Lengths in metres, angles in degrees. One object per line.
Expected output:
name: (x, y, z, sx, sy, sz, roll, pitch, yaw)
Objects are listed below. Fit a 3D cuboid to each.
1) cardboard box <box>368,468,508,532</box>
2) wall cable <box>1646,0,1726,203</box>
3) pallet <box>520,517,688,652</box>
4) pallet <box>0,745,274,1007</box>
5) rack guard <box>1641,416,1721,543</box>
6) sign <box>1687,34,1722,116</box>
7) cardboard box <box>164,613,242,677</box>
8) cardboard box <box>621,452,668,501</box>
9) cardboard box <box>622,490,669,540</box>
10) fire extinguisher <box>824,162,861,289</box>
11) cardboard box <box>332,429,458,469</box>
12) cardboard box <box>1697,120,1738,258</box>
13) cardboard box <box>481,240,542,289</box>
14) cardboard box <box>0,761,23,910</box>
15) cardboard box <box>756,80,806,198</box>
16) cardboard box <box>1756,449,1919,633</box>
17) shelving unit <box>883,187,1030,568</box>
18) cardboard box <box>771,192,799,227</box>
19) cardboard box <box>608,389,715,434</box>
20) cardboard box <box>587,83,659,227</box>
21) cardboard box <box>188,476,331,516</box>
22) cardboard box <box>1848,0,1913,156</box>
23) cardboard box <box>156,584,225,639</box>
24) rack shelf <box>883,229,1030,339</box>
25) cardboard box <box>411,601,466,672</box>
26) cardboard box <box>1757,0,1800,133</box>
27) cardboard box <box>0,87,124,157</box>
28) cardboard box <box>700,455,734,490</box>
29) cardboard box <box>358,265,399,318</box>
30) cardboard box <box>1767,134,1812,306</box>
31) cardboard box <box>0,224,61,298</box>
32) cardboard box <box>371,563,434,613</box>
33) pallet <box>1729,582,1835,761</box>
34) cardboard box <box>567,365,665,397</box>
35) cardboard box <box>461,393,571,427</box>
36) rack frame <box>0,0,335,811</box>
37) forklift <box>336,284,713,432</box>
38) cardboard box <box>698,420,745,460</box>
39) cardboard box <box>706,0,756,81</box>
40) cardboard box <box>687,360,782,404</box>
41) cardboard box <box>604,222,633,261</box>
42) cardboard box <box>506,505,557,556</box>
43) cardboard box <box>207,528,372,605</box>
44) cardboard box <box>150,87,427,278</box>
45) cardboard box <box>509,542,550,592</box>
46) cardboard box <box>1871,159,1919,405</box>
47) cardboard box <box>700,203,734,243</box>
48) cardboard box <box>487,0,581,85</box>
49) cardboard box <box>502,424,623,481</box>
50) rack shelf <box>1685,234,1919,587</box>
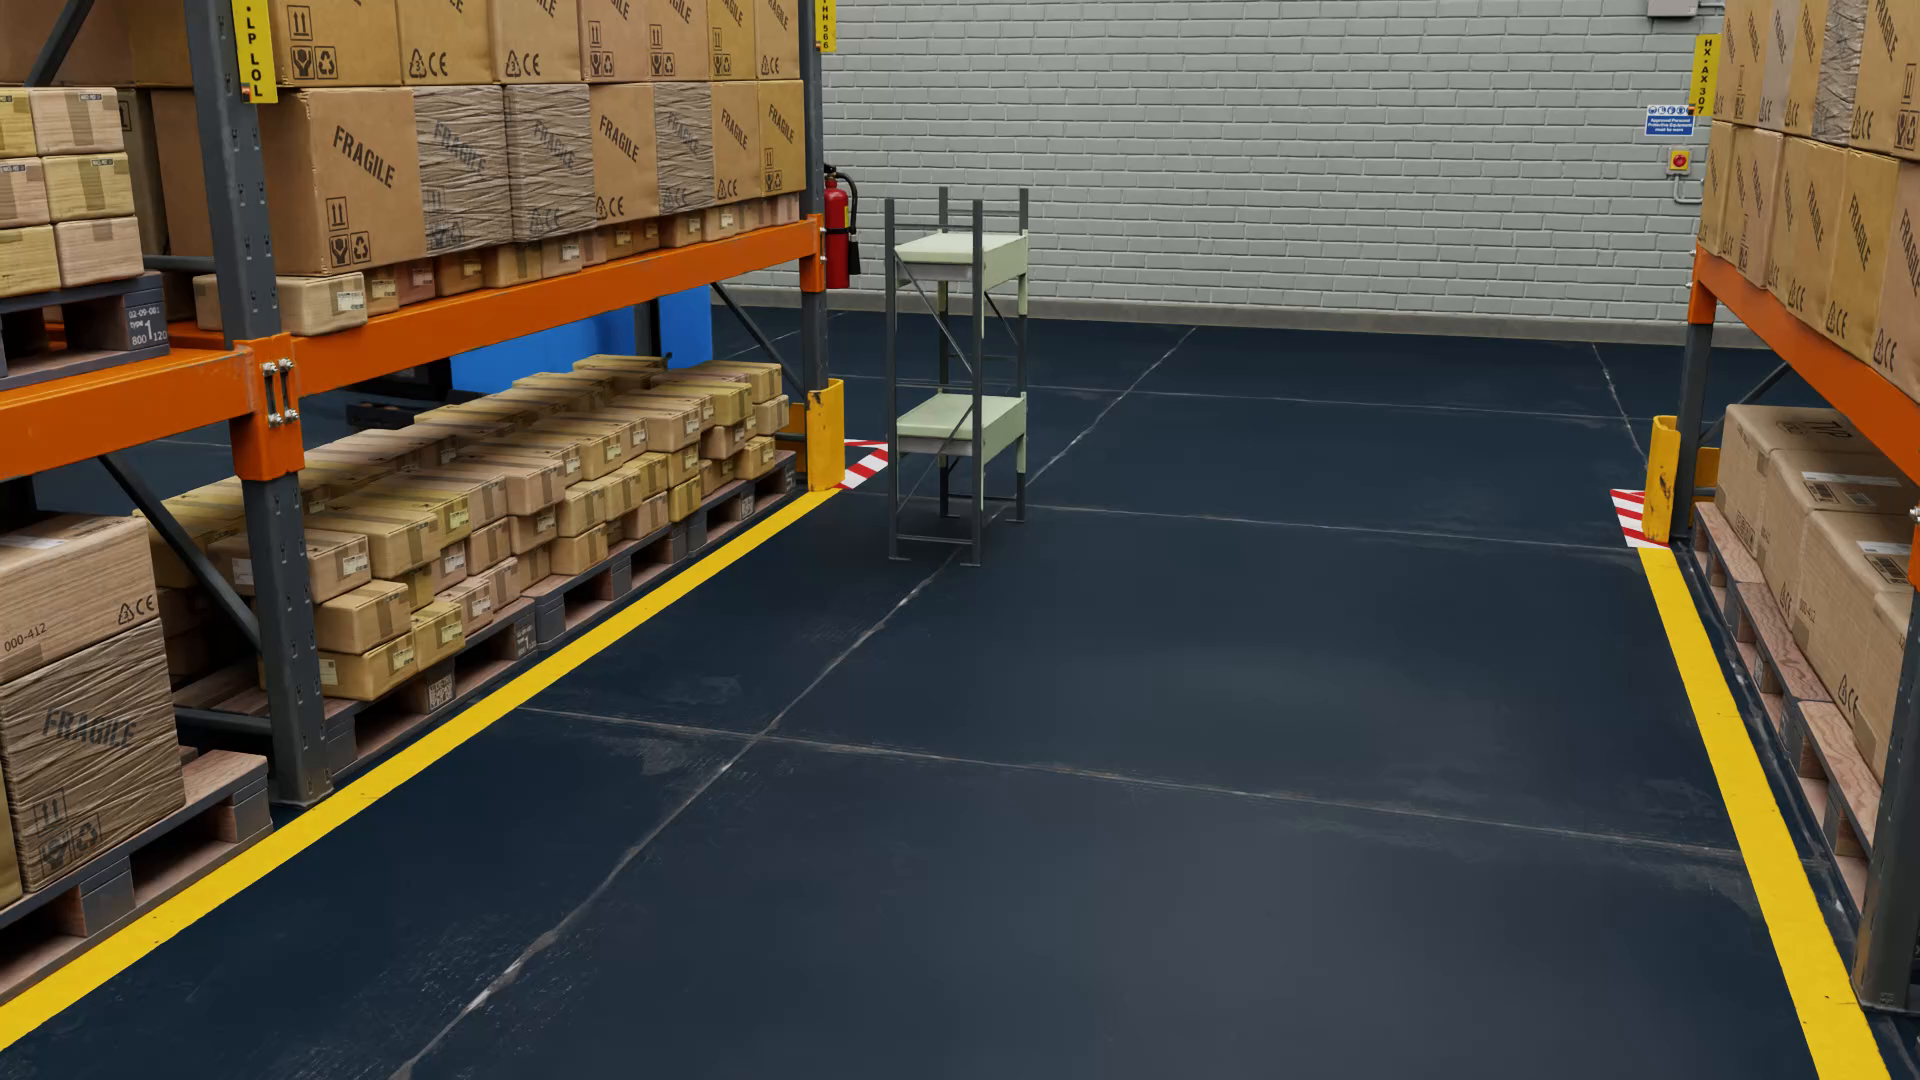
cardboard box: (-1.782, -0.138, 5.683, 0.380, 0.149, 0.250, 4, 16, 14)
wall cable: (5.201, -3.410, 11.934, 0.585, 1.953, 0.123, 5, 16, 16)
pallet: (-1.789, 0.103, 6.578, 1.003, 0.211, 1.213, 5, 16, 16)
pallet: (-2.510, 0.806, 4.102, 1.003, 0.211, 1.213, 5, 16, 16)
rack guard: (3.628, -0.232, 7.232, 1.175, 0.500, 0.348, 5, 16, 16)
sign: (3.091, -1.928, 6.897, 0.100, 0.325, 0.005, 5, 16, 16)
cardboard box: (-2.506, 0.301, 5.226, 0.380, 0.149, 0.250, 5, 17, 17)
cardboard box: (-1.401, -0.261, 6.663, 0.380, 0.149, 0.250, 5, 17, 19)
cardboard box: (-1.404, -0.118, 6.703, 0.380, 0.149, 0.250, 5, 17, 17)
fire extinguisher: (-0.640, -1.600, 8.297, 0.296, 0.674, 0.183, 5, 16, 16)
cardboard box: (-2.139, -0.316, 6.313, 0.380, 0.149, 0.250, 4, 16, 14)
cardboard box: (3.209, -1.373, 6.491, 0.500, 0.500, 0.500, 4, 16, 15)
cardboard box: (-1.651, -0.946, 5.628, 0.380, 0.149, 0.250, 5, 17, 17)
cardboard box: (-2.405, 0.608, 3.499, 0.500, 0.500, 0.500, 4, 16, 15)
cardboard box: (-1.035, -1.840, 7.590, 0.500, 0.500, 0.500, 5, 17, 17)
cardboard box: (3.277, 0.022, 5.679, 0.875, 0.438, 0.875, 5, 17, 17)
shelving unit: (-0.002, -0.720, 7.119, 0.431, 1.500, 0.755, 5, 16, 16)
cardboard box: (-0.975, -1.558, 7.785, 0.380, 0.149, 0.250, 5, 16, 16)
cardboard box: (-1.274, -0.543, 7.111, 0.380, 0.149, 0.250, 4, 16, 14)
cardboard box: (-1.472, -1.442, 6.189, 0.500, 0.500, 0.500, 5, 17, 19)
cardboard box: (-2.340, -0.105, 5.568, 0.380, 0.149, 0.250, 4, 16, 15)
cardboard box: (2.506, -1.188, 4.006, 0.500, 0.500, 0.500, 4, 16, 15)
cardboard box: (-2.506, 0.180, 5.108, 0.380, 0.149, 0.250, 5, 17, 17)
rack shelf: (-0.002, -1.095, 7.012, 0.431, 0.370, 0.720, 5, 16, 16)
cardboard box: (-1.803, 0.290, 5.265, 0.380, 0.149, 0.250, 5, 17, 18)
cardboard box: (2.933, -1.583, 5.399, 0.500, 0.500, 0.500, 4, 16, 15)
cardboard box: (-2.217, -0.987, 3.912, 0.380, 0.149, 0.250, 5, 17, 18)
cardboard box: (-1.237, -0.325, 7.433, 0.380, 0.149, 0.250, 5, 16, 16)
cardboard box: (-1.894, -0.741, 4.904, 0.380, 0.149, 0.250, 5, 17, 17)
cardboard box: (2.804, -0.975, 5.086, 0.500, 0.500, 0.500, 5, 17, 18)
cardboard box: (-2.286, -0.633, 3.756, 0.380, 0.149, 0.250, 5, 17, 16)
cardboard box: (-1.895, 0.144, 5.236, 0.380, 0.149, 0.250, 5, 17, 16)
pallet: (3.120, 0.446, 5.369, 1.003, 0.211, 1.213, 5, 16, 16)
cardboard box: (-1.591, -0.711, 7.702, 0.380, 0.149, 0.250, 5, 17, 17)
cardboard box: (-1.865, -0.511, 7.000, 0.380, 0.149, 0.250, 5, 17, 18)
rack frame: (-2.290, -0.740, 4.440, 1.000, 3.000, 0.127, 5, 16, 16)
forklift: (-2.919, -2.117, 9.423, 3.031, 2.935, 1.130, 9, 18, 28)
cardboard box: (-1.176, -0.463, 7.376, 0.380, 0.149, 0.250, 4, 16, 14)
cardboard box: (-1.189, -2.187, 6.981, 0.500, 0.500, 0.500, 4, 16, 14)
cardboard box: (-1.061, -0.745, 7.822, 0.380, 0.149, 0.250, 5, 17, 17)
cardboard box: (-1.485, -1.157, 6.372, 0.380, 0.149, 0.250, 5, 17, 17)
cardboard box: (-1.680, -0.063, 5.966, 0.380, 0.149, 0.250, 5, 17, 18)
cardboard box: (-1.994, 0.070, 4.951, 0.380, 0.149, 0.250, 5, 17, 18)
cardboard box: (-1.908, -1.041, 4.773, 0.500, 0.500, 0.500, 4, 16, 15)
cardboard box: (-1.715, 0.078, 6.014, 0.380, 0.149, 0.250, 4, 16, 13)
cardboard box: (2.371, -0.571, 3.664, 0.500, 0.500, 0.500, 5, 17, 16)
cardboard box: (-1.189, -1.360, 7.089, 0.380, 0.149, 0.250, 5, 17, 17)
cardboard box: (-1.623, -1.777, 5.537, 0.500, 0.500, 0.500, 5, 17, 17)
cardboard box: (-1.525, -0.337, 6.386, 0.380, 0.149, 0.250, 5, 17, 16)
rack shelf: (3.053, -0.559, 5.122, 1.077, 0.370, 4.000, 5, 16, 16)
